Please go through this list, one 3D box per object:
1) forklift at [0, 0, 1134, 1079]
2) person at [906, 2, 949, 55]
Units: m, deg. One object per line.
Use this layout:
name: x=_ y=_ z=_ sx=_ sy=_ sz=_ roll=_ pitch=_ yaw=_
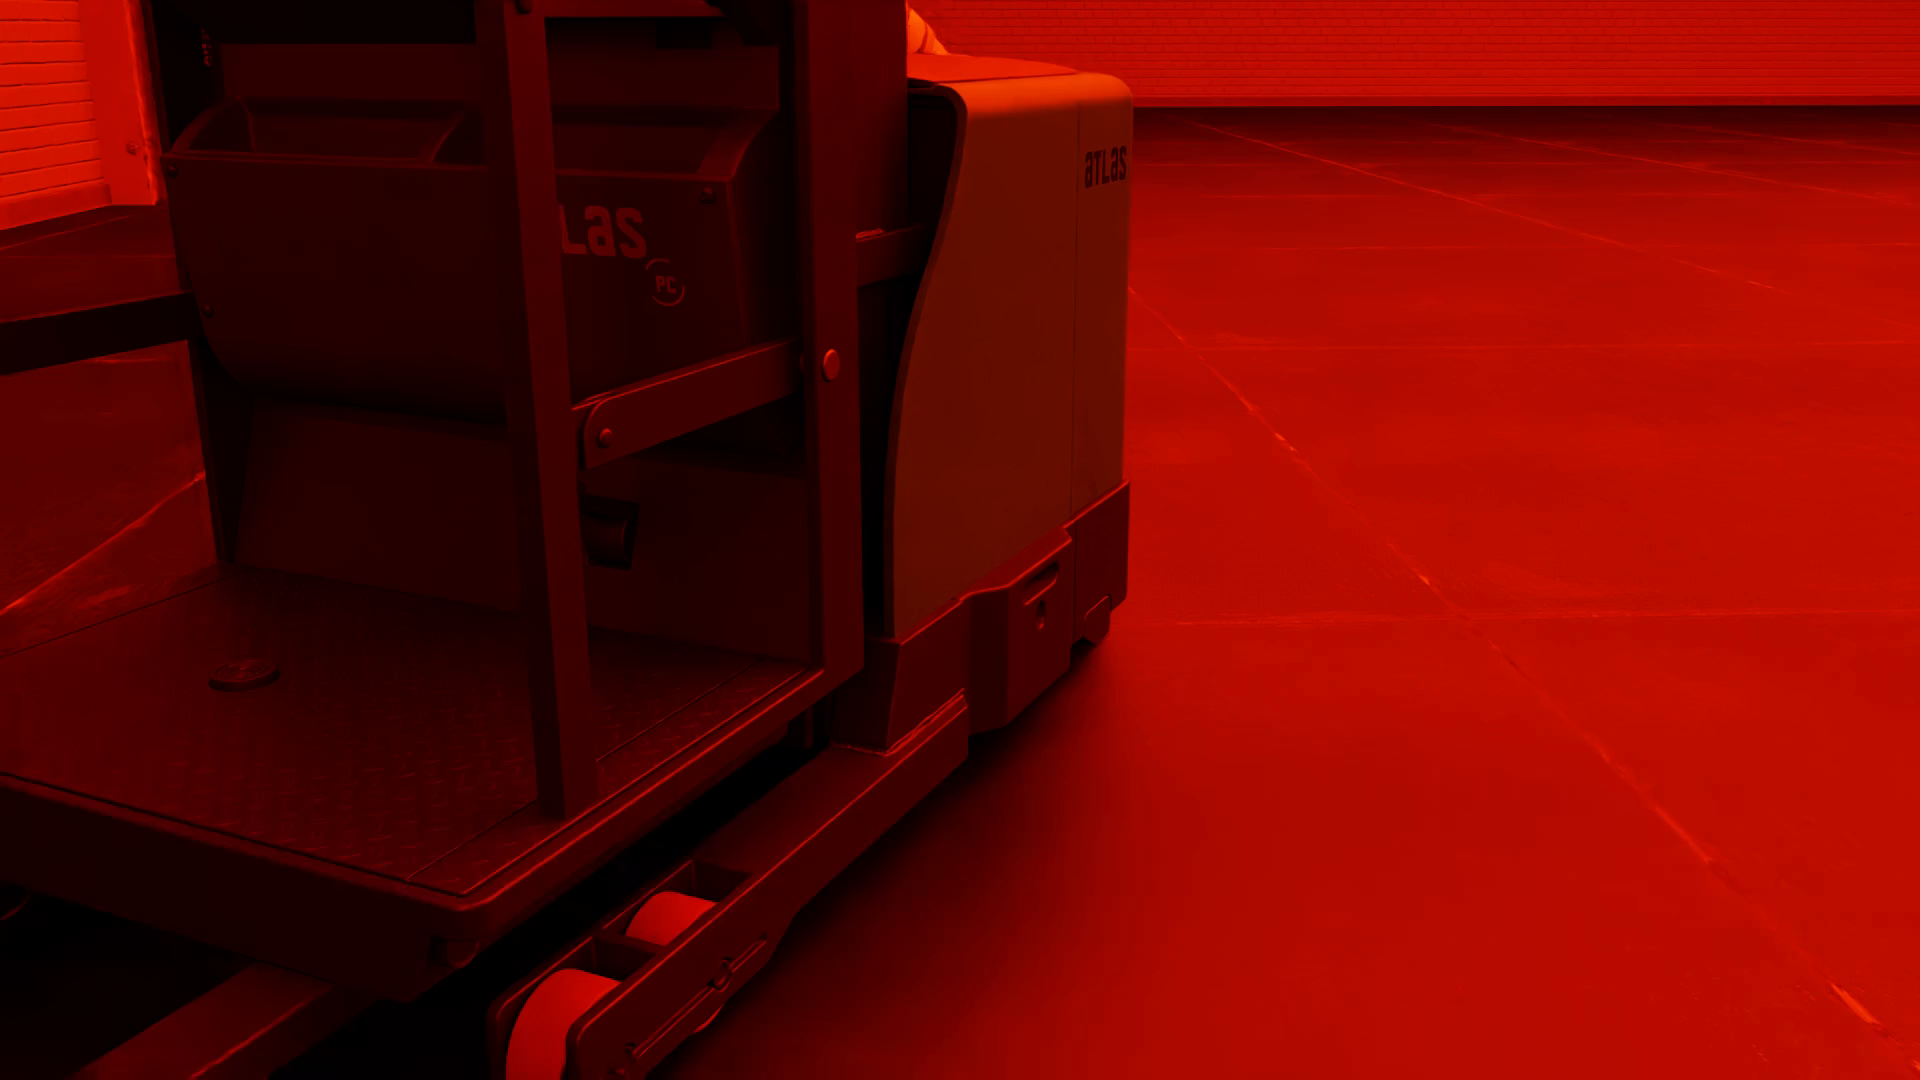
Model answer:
forklift: x=-0.749 y=-0.905 z=1.865 sx=1.130 sy=2.935 sz=3.031 roll=8 pitch=19 yaw=24
person: x=-0.180 y=-0.867 z=4.190 sx=0.770 sy=1.486 sz=0.696 roll=3 pitch=17 yaw=11
